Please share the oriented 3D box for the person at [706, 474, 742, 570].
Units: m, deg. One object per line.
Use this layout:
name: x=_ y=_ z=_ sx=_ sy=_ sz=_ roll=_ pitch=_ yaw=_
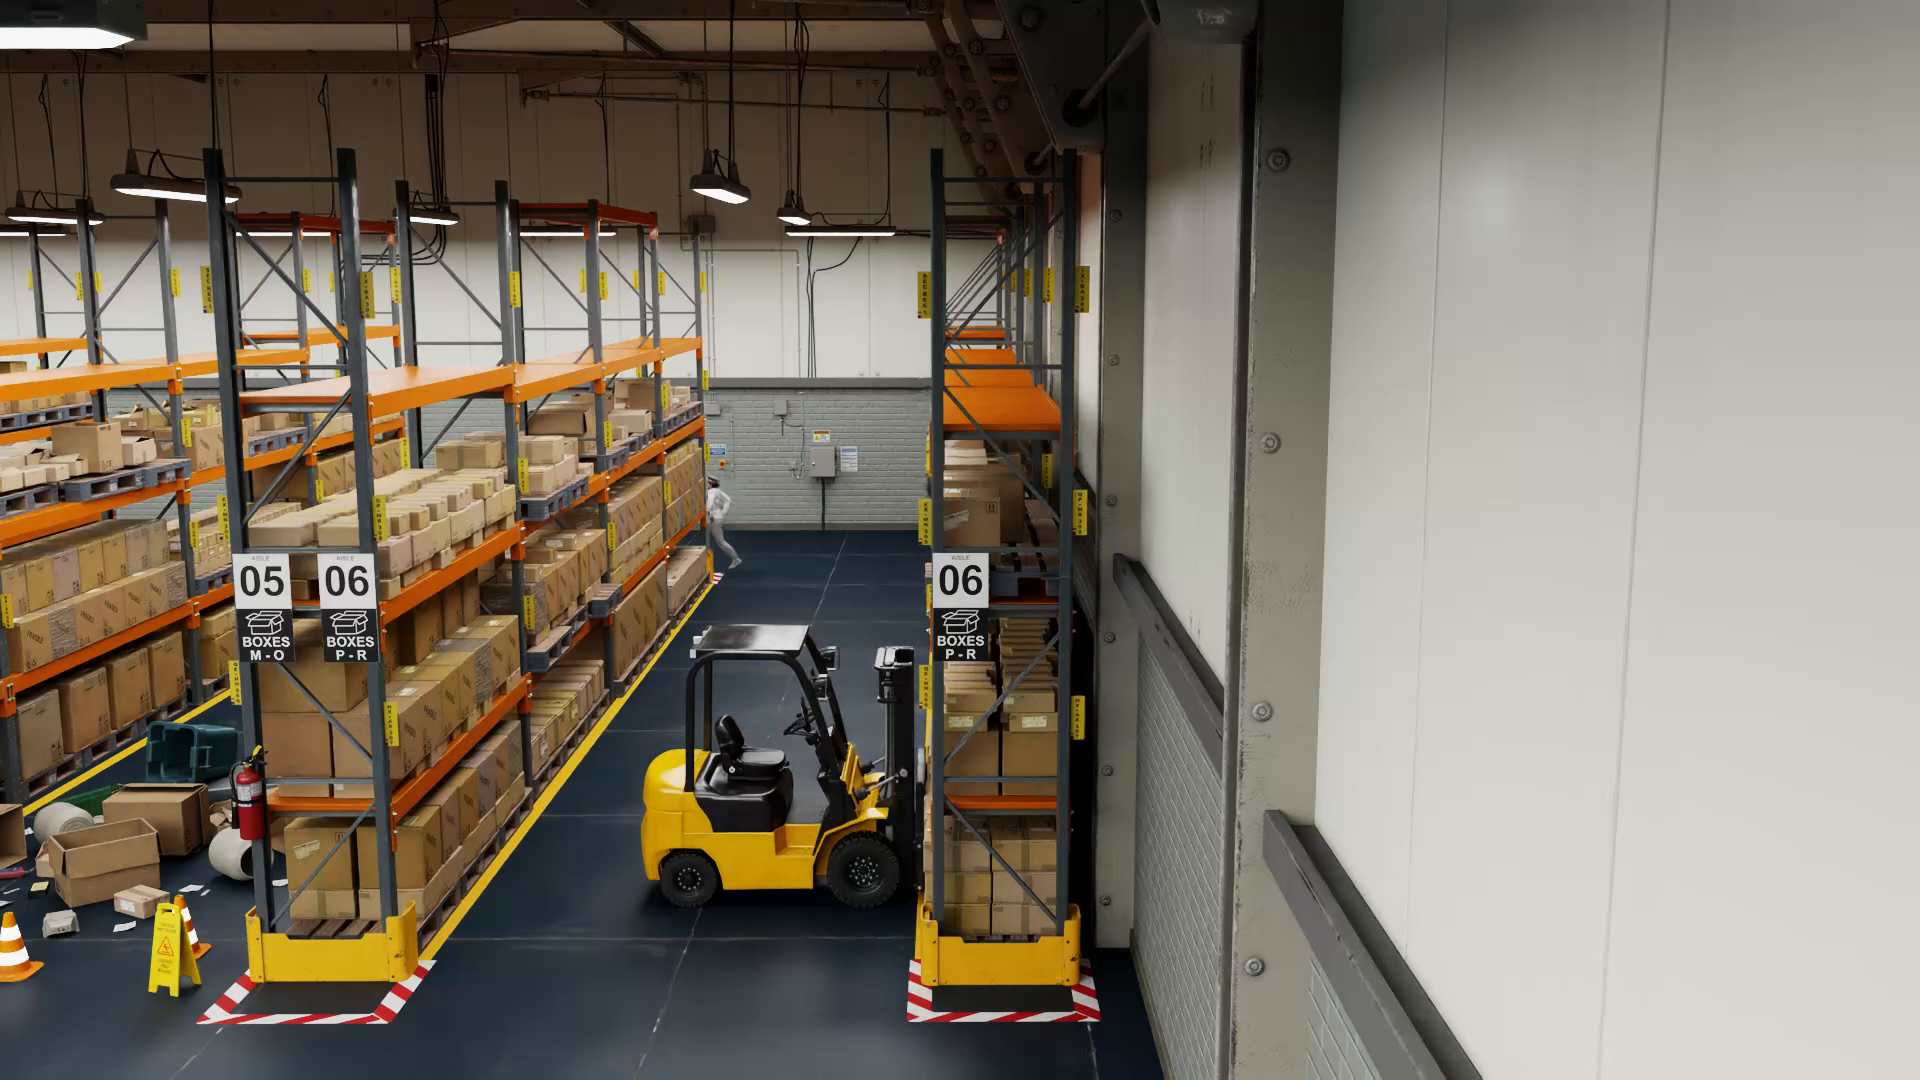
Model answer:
person: x=-4.234 y=-0.291 z=28.830 sx=0.871 sy=1.719 sz=0.591 roll=0 pitch=9 yaw=1
